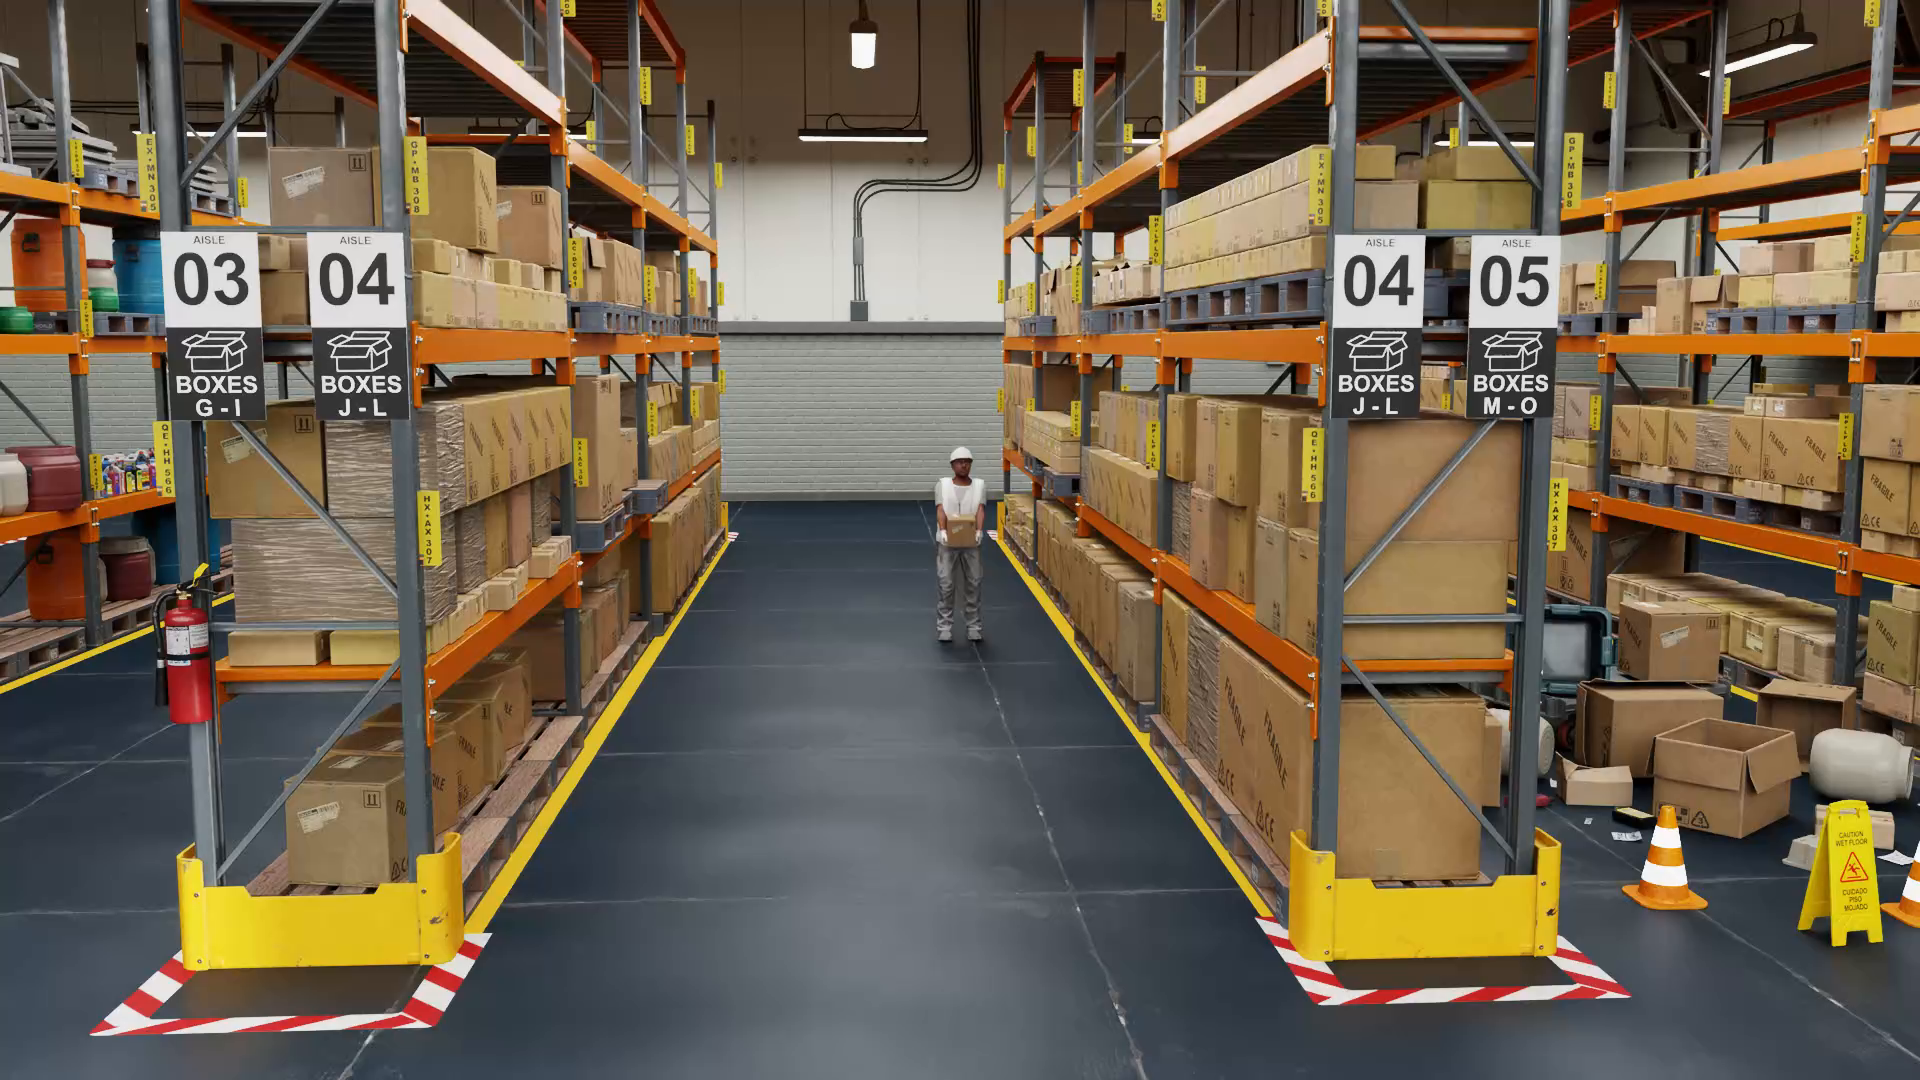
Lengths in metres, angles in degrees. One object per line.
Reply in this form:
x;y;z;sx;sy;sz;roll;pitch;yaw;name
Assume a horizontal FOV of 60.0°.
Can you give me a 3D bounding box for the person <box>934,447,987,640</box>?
0.015;0.047;15.279;0.487;1.778;0.575;0;7;-3;person
